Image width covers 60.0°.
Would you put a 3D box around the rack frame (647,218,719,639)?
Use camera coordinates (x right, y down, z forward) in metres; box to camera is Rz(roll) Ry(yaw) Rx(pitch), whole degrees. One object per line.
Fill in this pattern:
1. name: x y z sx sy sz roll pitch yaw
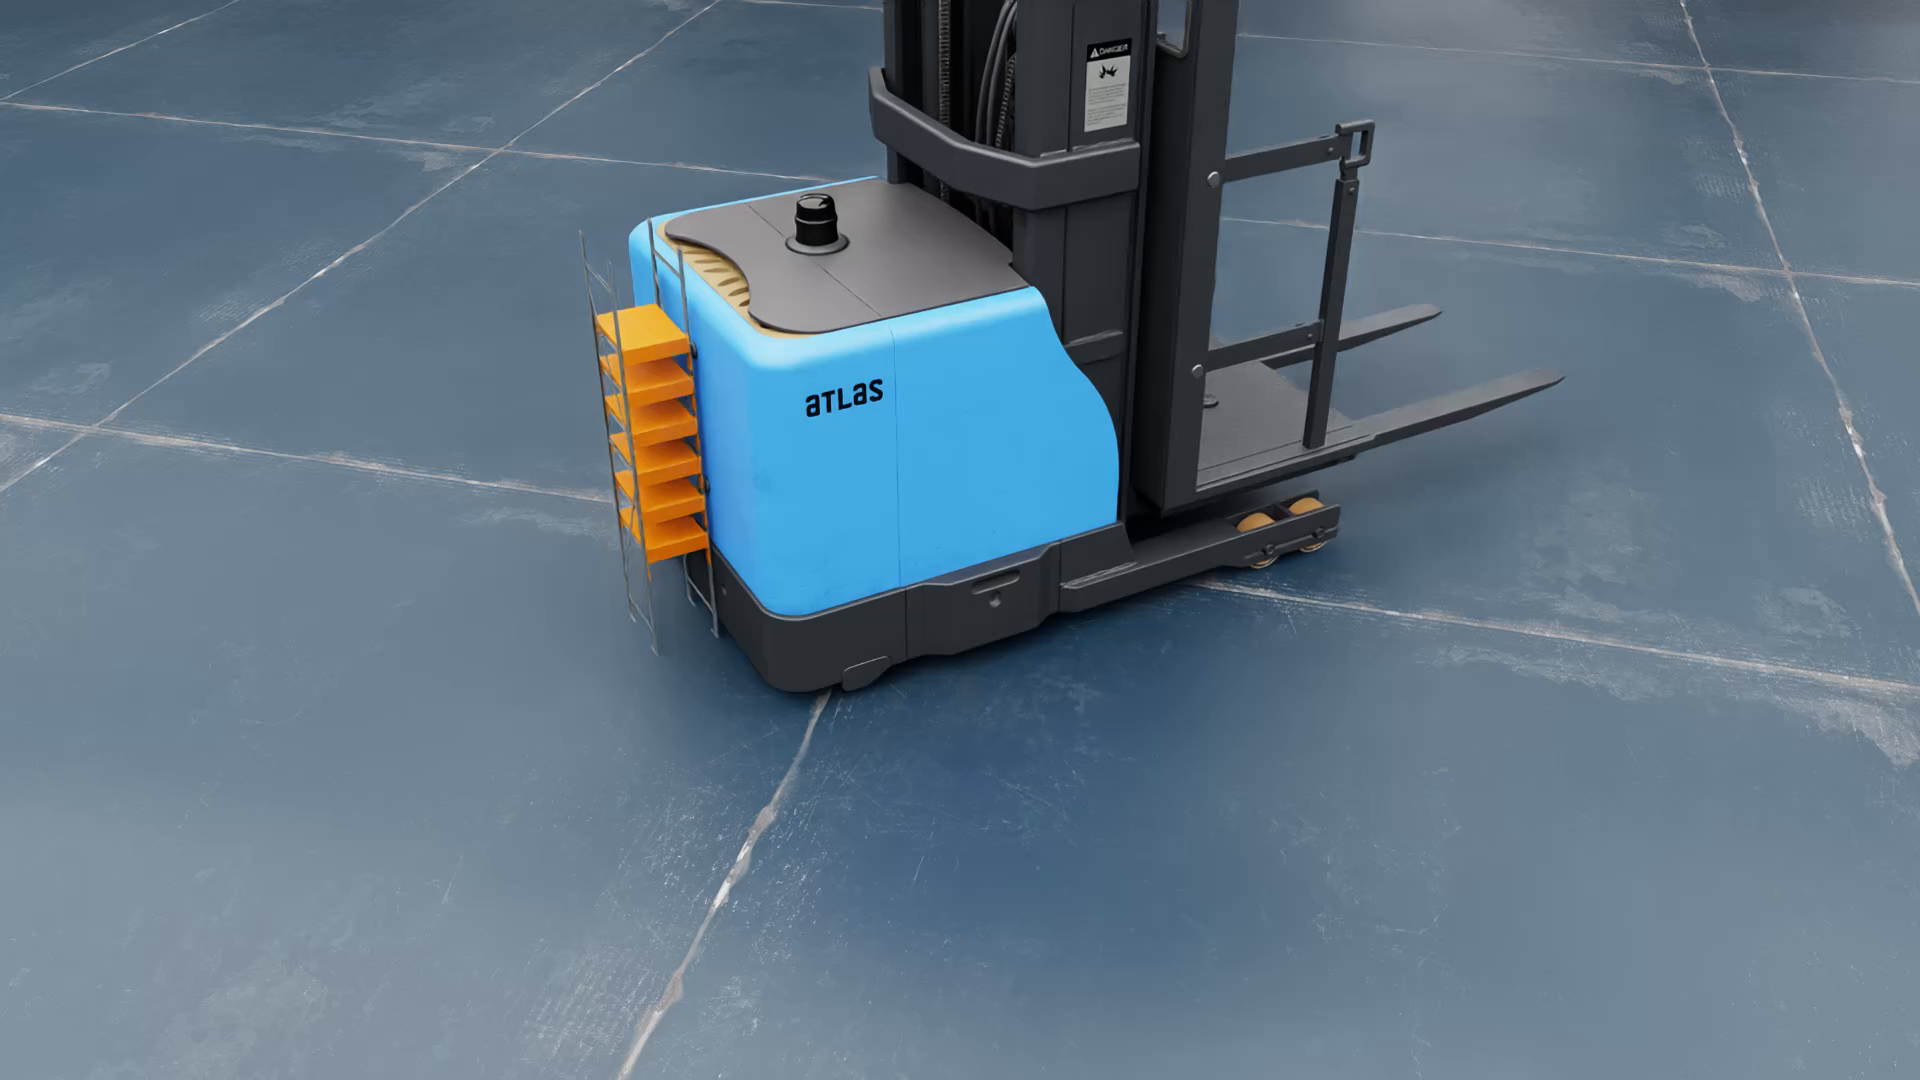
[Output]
1. rack frame: -0.755 -0.277 4.567 0.006 1.200 0.240 -16 36 -24

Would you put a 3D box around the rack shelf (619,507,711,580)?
1. rack shelf: -0.836 -0.013 4.683 0.180 0.103 0.258 -16 36 -24

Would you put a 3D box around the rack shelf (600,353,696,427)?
1. rack shelf: -0.836 -0.418 4.425 0.180 0.103 0.258 -16 36 -24

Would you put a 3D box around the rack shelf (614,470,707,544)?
1. rack shelf: -0.836 -0.114 4.618 0.180 0.103 0.258 -16 36 -24

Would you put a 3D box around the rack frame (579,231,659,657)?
1. rack frame: -0.916 -0.230 4.493 0.006 1.200 0.240 -16 36 -24

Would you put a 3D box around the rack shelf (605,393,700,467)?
1. rack shelf: -0.836 -0.317 4.489 0.180 0.103 0.258 -16 36 -24

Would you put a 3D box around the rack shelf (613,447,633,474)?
1. rack shelf: -0.836 -0.233 4.543 0.166 0.020 0.199 -16 36 -24

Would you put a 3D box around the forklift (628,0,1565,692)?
1. forklift: 0.599 -1.345 4.716 3.031 2.843 1.129 -16 36 -24

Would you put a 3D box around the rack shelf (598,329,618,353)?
1. rack shelf: -0.836 -0.536 4.350 0.166 0.020 0.199 -16 36 -24

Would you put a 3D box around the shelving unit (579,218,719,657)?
1. shelving unit: -0.836 -0.253 4.530 0.189 1.200 0.258 -16 36 -24
